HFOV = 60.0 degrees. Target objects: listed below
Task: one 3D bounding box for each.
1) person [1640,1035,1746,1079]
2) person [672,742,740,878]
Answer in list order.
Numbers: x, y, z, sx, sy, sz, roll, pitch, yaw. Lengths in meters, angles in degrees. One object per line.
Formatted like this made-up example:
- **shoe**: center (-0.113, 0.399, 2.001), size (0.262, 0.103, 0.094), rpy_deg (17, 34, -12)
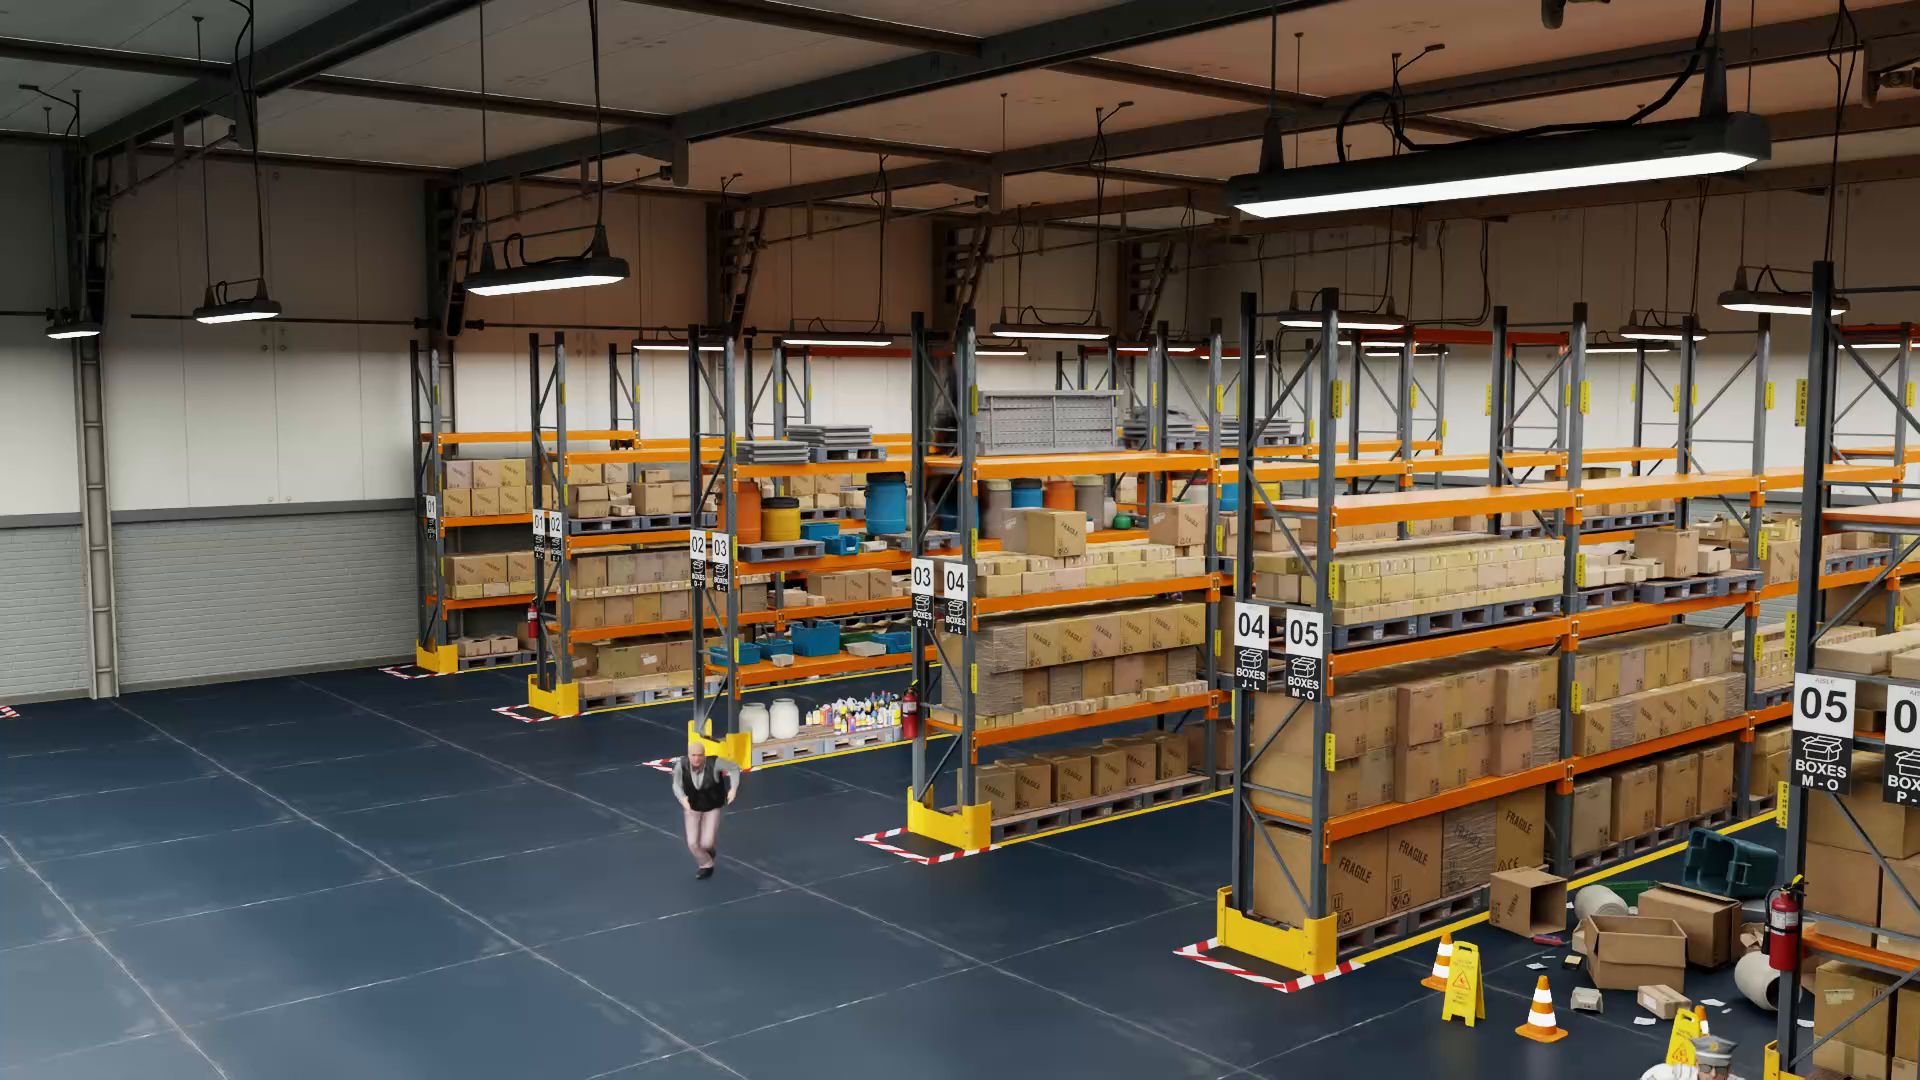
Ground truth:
- **person**: center (4.065, 3.491, 9.105), size (0.677, 1.777, 0.899), rpy_deg (2, 6, 19)
- **person**: center (-2.635, 2.807, 17.277), size (0.683, 1.541, 0.810), rpy_deg (0, 5, 2)
